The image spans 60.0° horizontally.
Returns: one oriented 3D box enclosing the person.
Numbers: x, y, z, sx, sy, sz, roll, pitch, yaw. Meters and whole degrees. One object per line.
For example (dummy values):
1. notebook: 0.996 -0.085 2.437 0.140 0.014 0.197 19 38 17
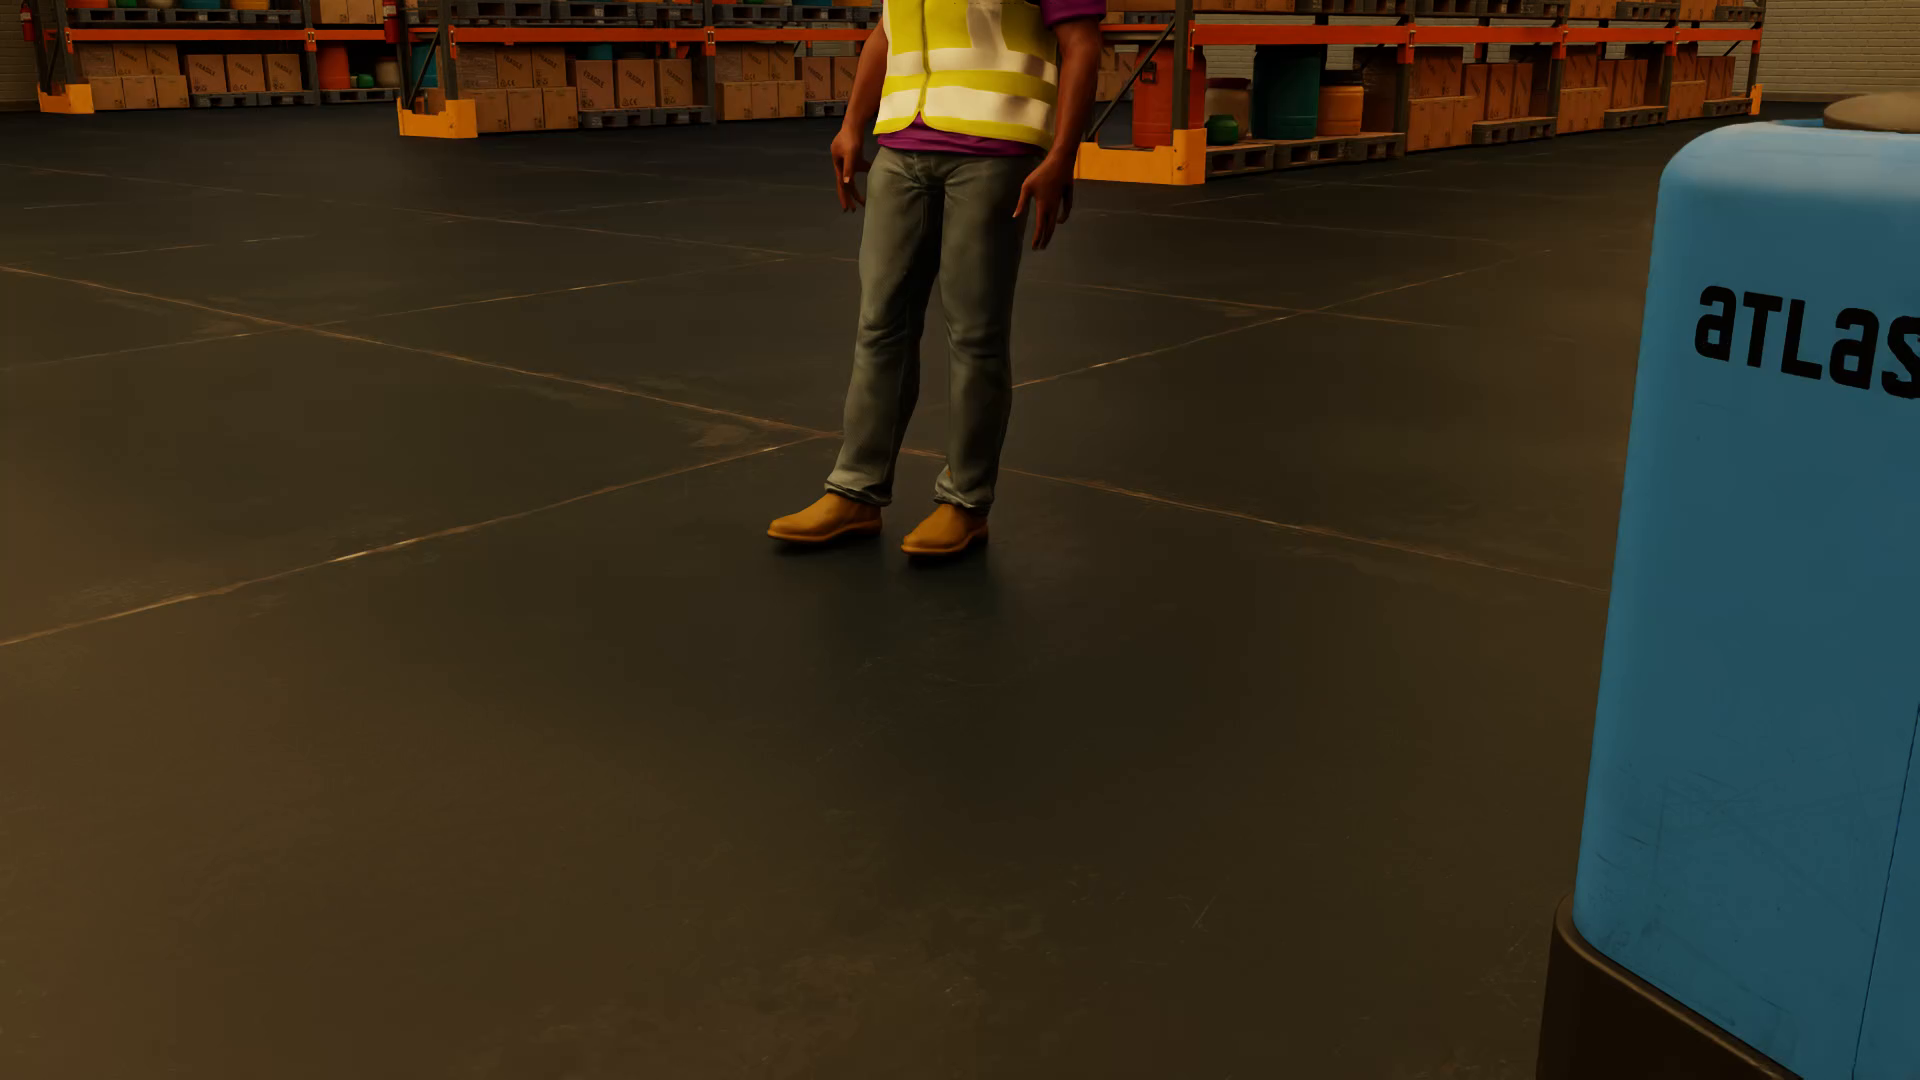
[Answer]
1. person: -0.048 -0.837 3.634 0.666 1.768 0.575 13 21 37
